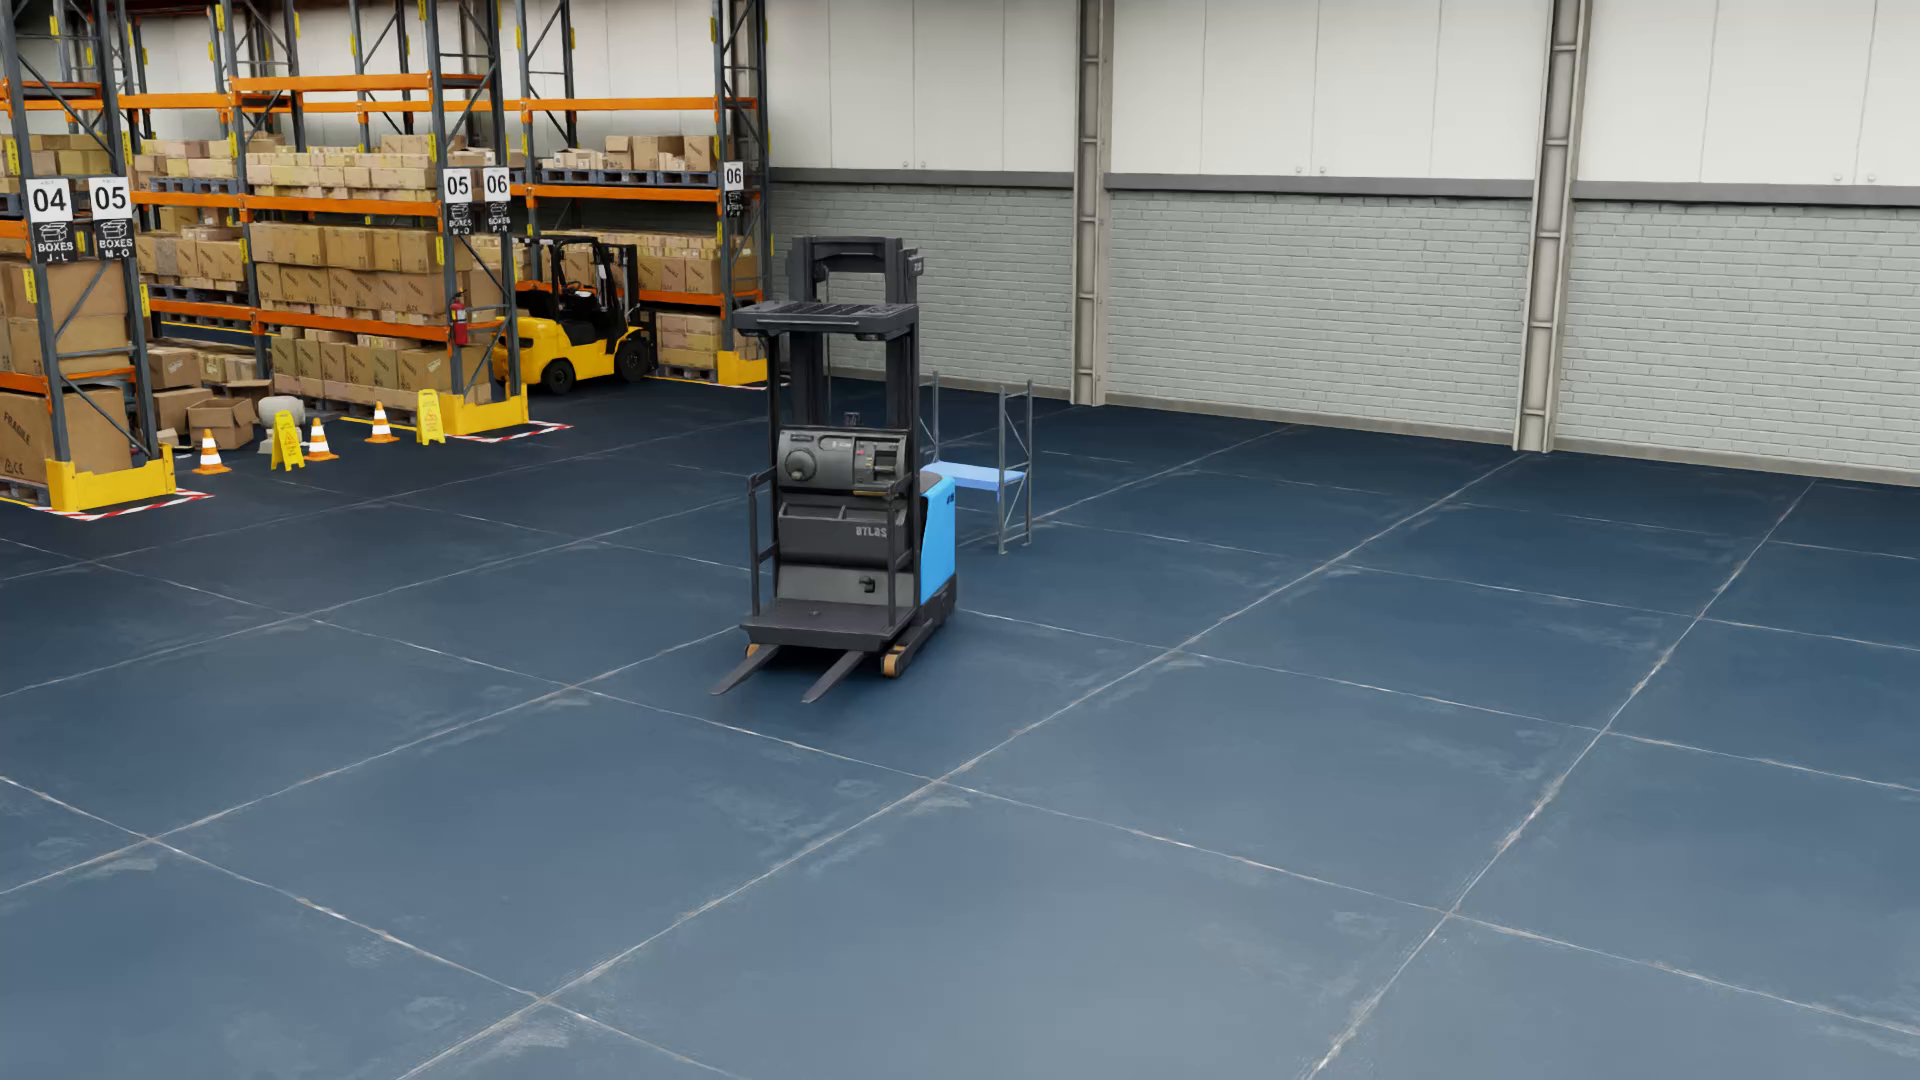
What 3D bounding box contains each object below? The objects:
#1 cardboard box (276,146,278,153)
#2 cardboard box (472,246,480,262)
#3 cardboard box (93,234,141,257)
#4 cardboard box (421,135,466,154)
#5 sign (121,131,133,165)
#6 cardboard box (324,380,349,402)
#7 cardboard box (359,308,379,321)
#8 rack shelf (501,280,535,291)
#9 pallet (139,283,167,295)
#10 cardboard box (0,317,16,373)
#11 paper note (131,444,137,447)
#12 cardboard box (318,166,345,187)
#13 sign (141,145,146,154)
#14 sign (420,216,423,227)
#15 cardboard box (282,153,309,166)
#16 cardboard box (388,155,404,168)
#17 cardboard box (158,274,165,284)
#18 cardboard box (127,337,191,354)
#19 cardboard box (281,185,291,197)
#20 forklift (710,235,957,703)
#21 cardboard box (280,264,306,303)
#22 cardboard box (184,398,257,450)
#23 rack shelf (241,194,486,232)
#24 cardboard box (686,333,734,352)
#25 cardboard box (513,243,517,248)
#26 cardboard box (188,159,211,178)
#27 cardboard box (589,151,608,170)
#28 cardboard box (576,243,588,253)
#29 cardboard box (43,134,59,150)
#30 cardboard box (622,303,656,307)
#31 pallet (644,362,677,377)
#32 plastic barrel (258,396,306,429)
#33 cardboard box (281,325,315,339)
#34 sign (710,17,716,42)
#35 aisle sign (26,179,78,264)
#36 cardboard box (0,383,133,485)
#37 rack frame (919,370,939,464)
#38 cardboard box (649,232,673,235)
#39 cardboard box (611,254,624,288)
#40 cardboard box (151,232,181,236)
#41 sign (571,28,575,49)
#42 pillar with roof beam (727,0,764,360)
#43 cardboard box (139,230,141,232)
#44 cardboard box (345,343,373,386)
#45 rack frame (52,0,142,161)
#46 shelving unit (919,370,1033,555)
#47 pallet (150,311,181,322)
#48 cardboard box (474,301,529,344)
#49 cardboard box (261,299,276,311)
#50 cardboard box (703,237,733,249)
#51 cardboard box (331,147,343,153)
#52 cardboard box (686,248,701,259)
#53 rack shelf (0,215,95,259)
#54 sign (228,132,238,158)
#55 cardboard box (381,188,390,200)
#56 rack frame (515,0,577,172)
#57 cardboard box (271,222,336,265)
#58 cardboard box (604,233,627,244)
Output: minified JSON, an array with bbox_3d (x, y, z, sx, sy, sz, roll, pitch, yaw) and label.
[{"bbox_3d":[-11.995,-6.908,29.493,0.250,0.149,0.380,9,17,33],"label":"cardboard box"},{"bbox_3d":[-7.869,-4.713,27.317,0.500,0.250,0.500,10,17,34],"label":"cardboard box"},{"bbox_3d":[-12.309,-4.227,24.383,0.500,0.500,0.500,9,16,31],"label":"cardboard box"},{"bbox_3d":[-8.477,-6.402,27.337,0.500,0.500,0.500,10,17,34],"label":"cardboard box"},{"bbox_3d":[-8.279,-3.892,16.505,0.005,0.325,0.100,9,17,33],"label":"sign"},{"bbox_3d":[-8.005,-1.997,21.922,0.500,0.250,0.500,9,16,32],"label":"cardboard box"},{"bbox_3d":[-7.445,-2.907,21.275,0.250,0.149,0.380,9,17,32],"label":"cardboard box"},{"bbox_3d":[-8.127,-4.310,27.915,4.000,0.370,1.077,9,17,33],"label":"rack shelf"},{"bbox_3d":[-11.903,-3.770,24.635,1.003,0.211,1.213,9,17,33],"label":"pallet"},{"bbox_3d":[-9.396,-2.047,16.963,0.550,0.550,0.875,9,17,33],"label":"cardboard box"},{"bbox_3d":[-9.765,-1.138,19.799,0.172,0.023,0.155,-10,17,-35],"label":"paper note"},{"bbox_3d":[-7.760,-4.610,21.082,0.500,0.250,0.500,9,17,33],"label":"cardboard box"},{"bbox_3d":[-12.249,-5.752,24.925,0.005,0.325,0.100,9,17,33],"label":"sign"},{"bbox_3d":[-9.479,-5.600,29.222,0.005,0.325,0.100,9,17,33],"label":"sign"},{"bbox_3d":[-8.506,-4.908,21.454,0.250,0.149,0.380,9,17,32],"label":"cardboard box"},{"bbox_3d":[-6.775,-4.645,20.391,0.250,0.149,0.380,9,16,32],"label":"cardboard box"},{"bbox_3d":[-11.254,-3.760,23.845,0.250,0.149,0.380,10,17,35],"label":"cardboard box"},{"bbox_3d":[-12.090,-2.788,24.863,0.625,0.372,0.950,8,16,29],"label":"cardboard box"},{"bbox_3d":[-8.659,-4.586,21.816,0.250,0.149,0.380,9,17,33],"label":"cardboard box"},{"bbox_3d":[-0.880,-0.576,11.479,1.130,2.935,3.031,3,14,14],"label":"forklift"},{"bbox_3d":[-8.595,-3.416,21.981,0.500,0.500,0.500,9,17,33],"label":"cardboard box"},{"bbox_3d":[-8.786,-1.383,19.790,0.637,0.503,0.797,-1,14,-6],"label":"cardboard box"},{"bbox_3d":[-7.575,-4.239,21.387,4.000,0.370,1.077,9,17,33],"label":"rack shelf"},{"bbox_3d":[-3.727,-2.969,24.810,0.500,0.250,0.500,9,16,32],"label":"cardboard box"},{"bbox_3d":[-7.099,-4.787,26.786,0.250,0.149,0.380,9,16,32],"label":"cardboard box"},{"bbox_3d":[-10.217,-5.106,22.830,0.500,0.250,0.500,9,17,33],"label":"cardboard box"},{"bbox_3d":[-5.405,-5.774,25.289,0.258,0.266,0.396,9,16,31],"label":"cardboard box"},{"bbox_3d":[-5.739,-4.547,25.819,0.250,0.149,0.380,10,17,34],"label":"cardboard box"},{"bbox_3d":[-8.901,-3.979,16.621,0.250,0.149,0.380,9,17,33],"label":"cardboard box"},{"bbox_3d":[-5.110,-3.582,26.247,0.500,0.250,0.500,9,17,33],"label":"cardboard box"},{"bbox_3d":[-4.814,-2.759,25.955,1.213,0.211,1.003,9,17,33],"label":"pallet"},{"bbox_3d":[-8.474,-1.589,20.787,0.512,0.421,0.421,-4,14,-16],"label":"plastic barrel"},{"bbox_3d":[-8.825,-2.787,22.203,0.250,0.149,0.380,9,17,34],"label":"cardboard box"},{"bbox_3d":[-3.463,-7.152,23.306,0.005,0.325,0.100,9,17,33],"label":"sign"},{"bbox_3d":[-8.703,-3.056,15.944,0.004,0.787,0.394,9,17,33],"label":"aisle sign"},{"bbox_3d":[-9.194,-1.114,17.055,0.875,0.875,0.875,9,17,33],"label":"cardboard box"},{"bbox_3d":[-0.351,-0.785,15.299,0.032,1.500,0.500,9,17,33],"label":"rack frame"},{"bbox_3d":[-4.575,-4.663,25.667,0.250,0.149,0.380,9,17,33],"label":"cardboard box"},{"bbox_3d":[-4.977,-4.122,25.450,0.500,0.500,0.500,9,17,33],"label":"cardboard box"},{"bbox_3d":[-11.586,-4.261,24.520,0.500,0.500,0.500,9,16,32],"label":"cardboard box"},{"bbox_3d":[-6.137,-7.941,26.326,0.005,0.325,0.100,9,17,33],"label":"sign"},{"bbox_3d":[-5.626,-6.181,21.493,0.400,9.000,9.100,9,17,33],"label":"pillar with roof beam"},{"bbox_3d":[-16.198,-5.957,32.765,0.500,0.250,0.500,9,17,33],"label":"cardboard box"},{"bbox_3d":[-7.575,-2.291,21.551,0.500,0.500,0.500,9,16,32],"label":"cardboard box"},{"bbox_3d":[-12.553,-6.849,24.191,0.127,3.000,1.000,9,17,33],"label":"rack frame"},{"bbox_3d":[0.071,-0.717,15.024,1.048,1.500,0.538,9,17,33],"label":"shelving unit"},{"bbox_3d":[-15.699,-4.529,33.109,1.213,0.211,1.003,9,17,33],"label":"pallet"},{"bbox_3d":[-7.546,-3.615,27.680,0.625,0.625,0.875,9,17,32],"label":"cardboard box"},{"bbox_3d":[-9.152,-3.172,22.346,0.250,0.149,0.380,9,17,33],"label":"cardboard box"},{"bbox_3d":[-3.563,-4.368,24.476,0.250,0.149,0.380,9,17,33],"label":"cardboard box"},{"bbox_3d":[-10.645,-6.717,28.764,0.250,0.149,0.380,9,16,31],"label":"cardboard box"},{"bbox_3d":[-3.821,-4.237,24.565,0.250,0.149,0.380,9,17,34],"label":"cardboard box"},{"bbox_3d":[-10.254,-3.239,17.345,4.000,0.370,1.077,9,17,33],"label":"rack shelf"},{"bbox_3d":[-9.541,-5.188,21.826,0.005,0.325,0.100,9,17,33],"label":"sign"},{"bbox_3d":[-6.967,-4.307,20.686,0.250,0.149,0.380,9,17,33],"label":"cardboard box"},{"bbox_3d":[-6.467,-7.303,26.024,0.127,3.000,1.000,9,17,33],"label":"rack frame"},{"bbox_3d":[-8.579,-3.904,21.870,0.500,0.500,0.700,9,17,33],"label":"cardboard box"},{"bbox_3d":[-5.255,-4.640,25.573,0.250,0.149,0.380,9,17,33],"label":"cardboard box"}]
